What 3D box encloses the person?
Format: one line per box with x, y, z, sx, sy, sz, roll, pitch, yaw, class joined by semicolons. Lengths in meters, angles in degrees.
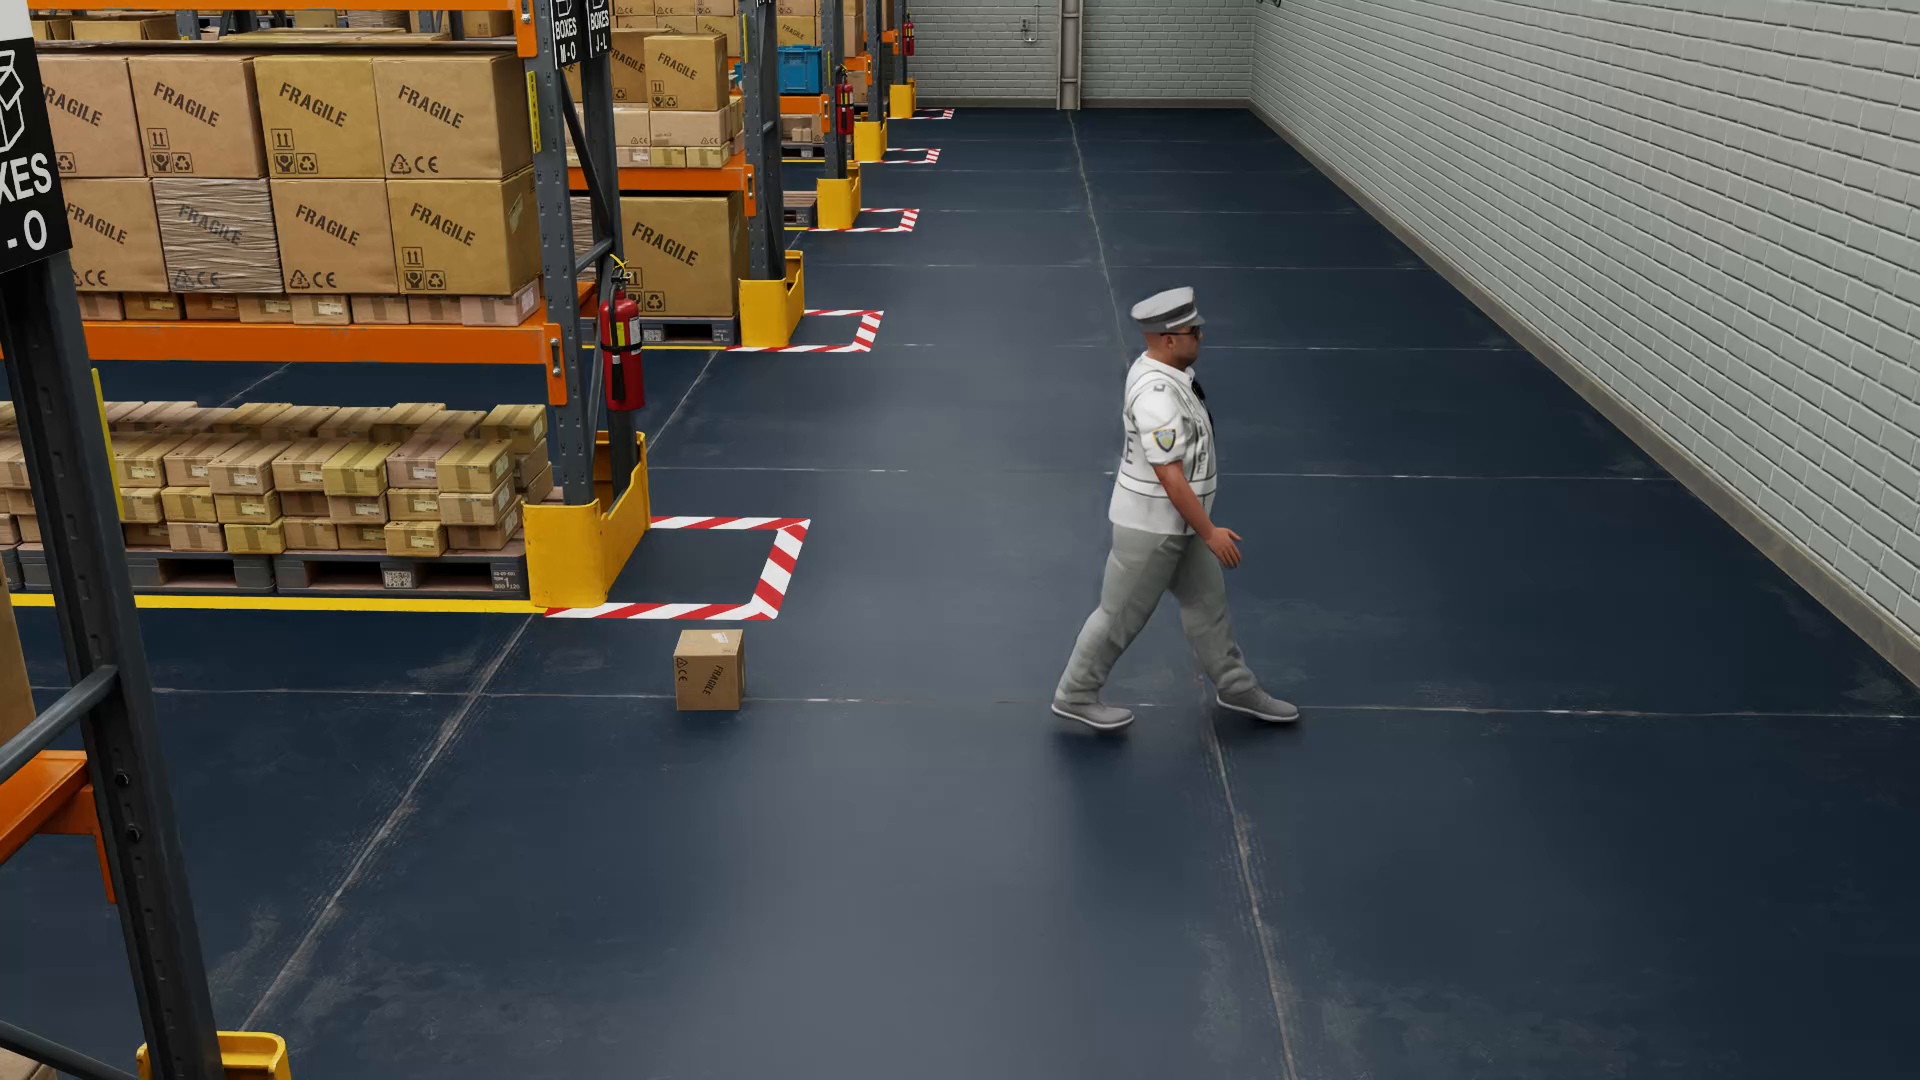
0.844;-0.085;6.236;0.965;1.738;0.550;3;21;9;person
